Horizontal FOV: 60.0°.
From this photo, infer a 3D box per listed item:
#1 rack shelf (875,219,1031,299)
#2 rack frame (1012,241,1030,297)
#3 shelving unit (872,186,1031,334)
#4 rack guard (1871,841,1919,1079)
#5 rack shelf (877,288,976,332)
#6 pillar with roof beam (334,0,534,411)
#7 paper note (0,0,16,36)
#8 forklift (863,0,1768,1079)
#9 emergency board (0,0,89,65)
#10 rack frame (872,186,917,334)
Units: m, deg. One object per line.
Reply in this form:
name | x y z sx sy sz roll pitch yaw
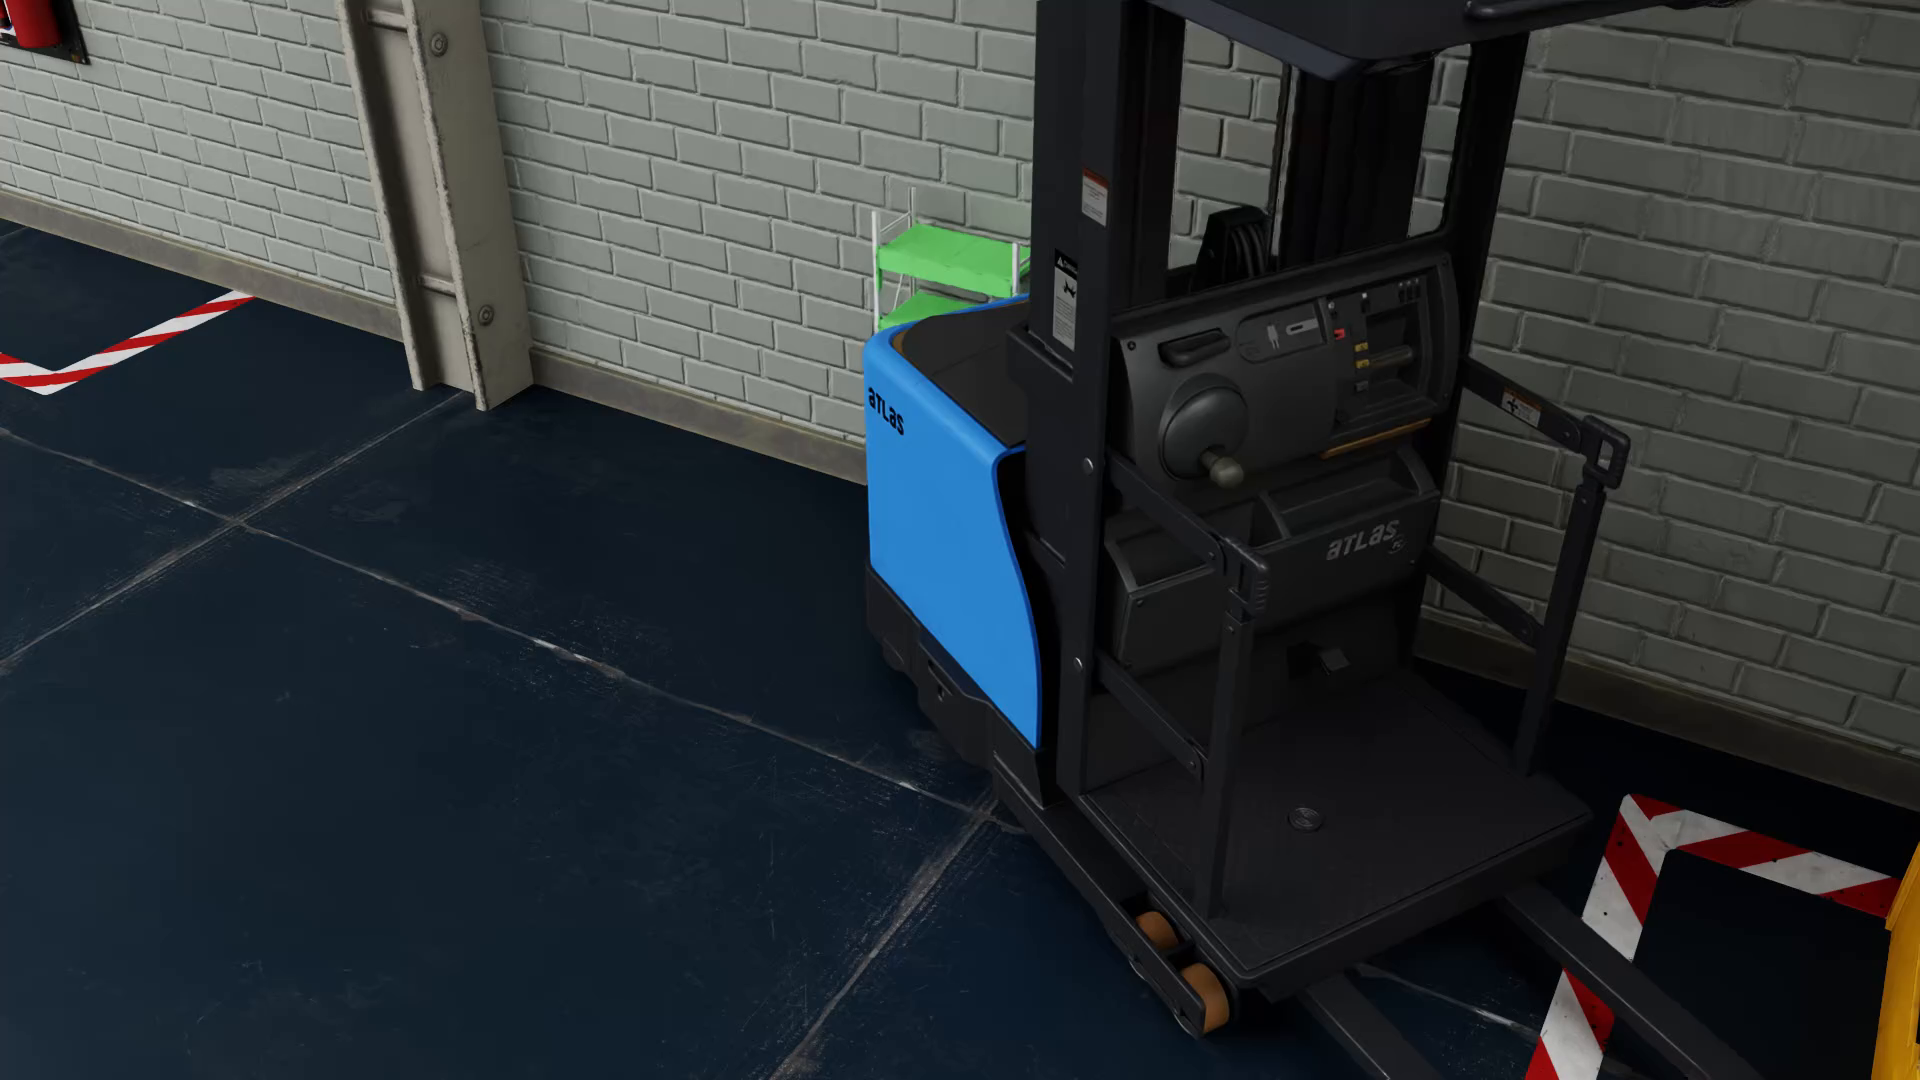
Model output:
rack shelf | 0.007 -0.842 5.181 0.480 0.148 0.258 17 37 24
rack frame | 0.219 -0.429 5.311 0.015 1.200 0.240 17 37 24
shelving unit | 0.006 -0.495 5.410 0.503 1.200 0.258 17 37 24
rack guard | 2.290 1.056 3.713 0.348 0.500 1.175 18 37 24
rack shelf | 0.006 -0.642 5.313 0.480 0.148 0.258 17 37 24
pillar with roof beam | -4.084 -2.304 1.092 0.400 9.000 9.100 18 37 24
paper note | -4.194 -2.292 7.281 0.142 0.148 0.016 18 37 24
forklift | 0.866 -0.330 3.601 1.130 2.935 3.031 -17 37 -24
emergency board | -4.075 -2.577 6.914 0.643 1.169 0.194 18 37 24
rack frame | -0.207 -0.561 5.509 0.015 1.200 0.240 17 37 24
